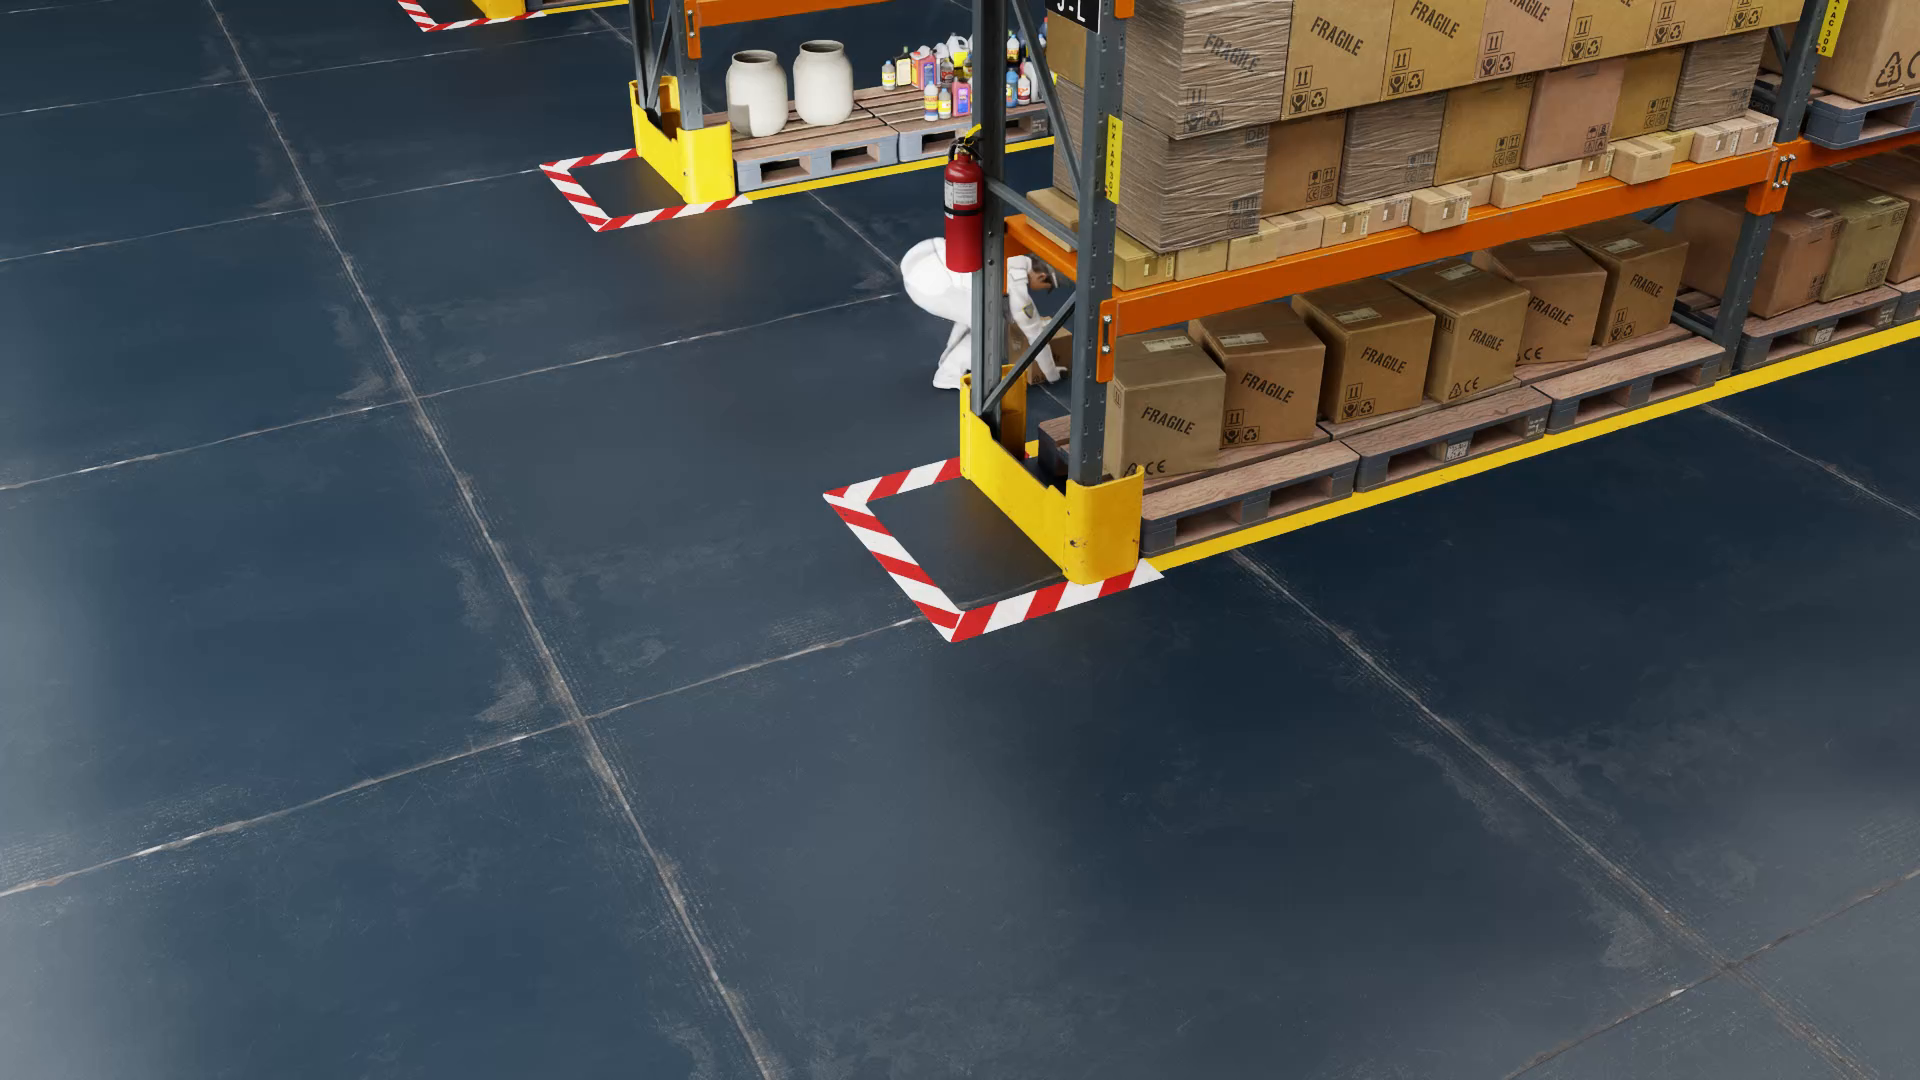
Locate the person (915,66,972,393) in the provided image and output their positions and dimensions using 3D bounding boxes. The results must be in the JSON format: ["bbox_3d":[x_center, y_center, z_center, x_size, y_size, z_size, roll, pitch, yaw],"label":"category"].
[{"bbox_3d":[-0.023,-1.595,8.561,0.410,1.675,0.507,-4,33,-7],"label":"person"}]
